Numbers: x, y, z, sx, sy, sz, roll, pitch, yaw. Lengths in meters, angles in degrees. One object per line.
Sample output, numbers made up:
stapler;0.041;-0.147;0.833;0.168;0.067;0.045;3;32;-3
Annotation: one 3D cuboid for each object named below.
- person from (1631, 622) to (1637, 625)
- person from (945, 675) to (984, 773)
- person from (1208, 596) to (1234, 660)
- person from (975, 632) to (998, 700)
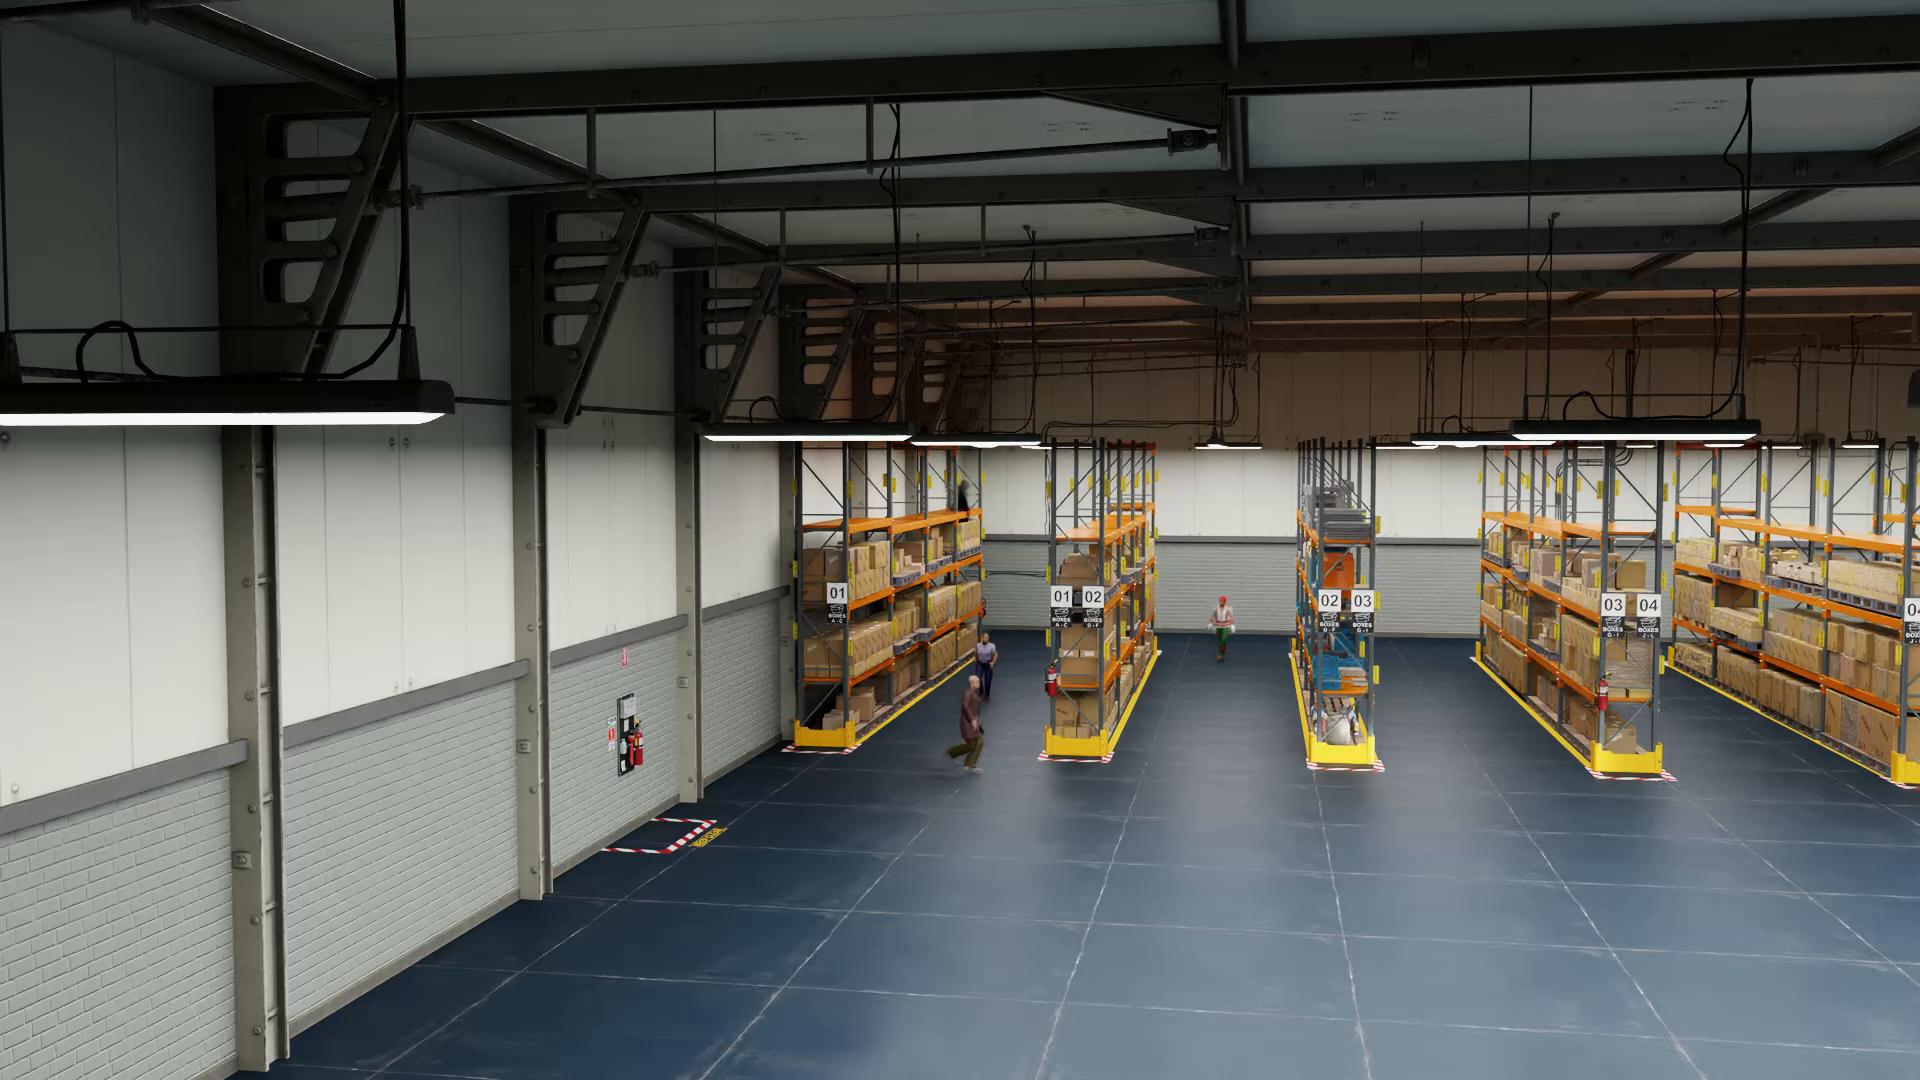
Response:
person;17.856;2.511;44.157;0.570;1.634;1.050;1;3;12
person;0.069;3.291;29.761;0.712;1.754;0.721;1;3;23
person;7.172;2.392;45.659;0.684;1.729;1.001;1;3;24
person;0.586;2.909;38.085;0.587;1.570;0.783;0;3;8
